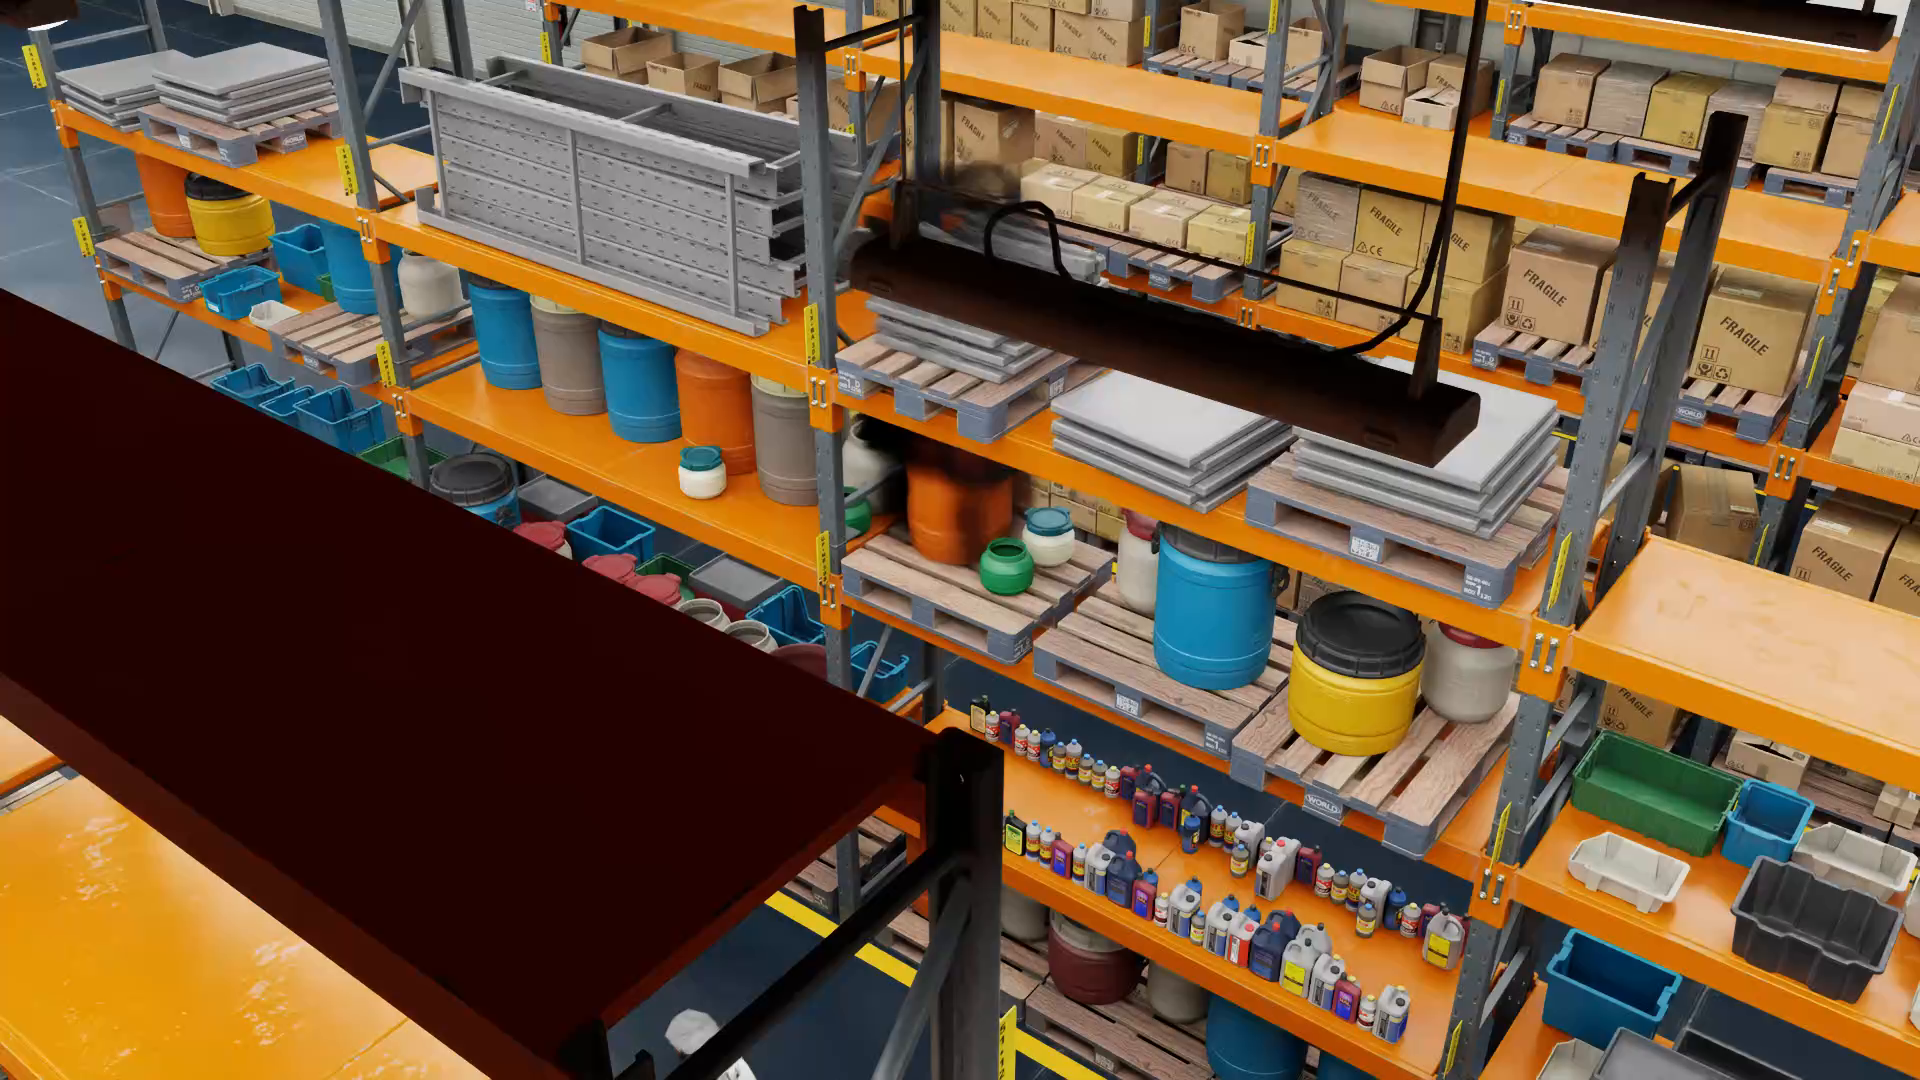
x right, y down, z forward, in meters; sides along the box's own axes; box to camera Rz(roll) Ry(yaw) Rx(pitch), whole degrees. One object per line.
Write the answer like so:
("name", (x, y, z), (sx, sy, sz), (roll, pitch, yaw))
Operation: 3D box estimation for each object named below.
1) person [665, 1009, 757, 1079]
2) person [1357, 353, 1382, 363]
("person", (-1.244, 3.126, 8.599), (0.585, 1.602, 0.687), (-22, 38, -32))
("person", (4.058, -1.346, 15.932), (0.989, 1.691, 0.738), (11, 33, 18))
